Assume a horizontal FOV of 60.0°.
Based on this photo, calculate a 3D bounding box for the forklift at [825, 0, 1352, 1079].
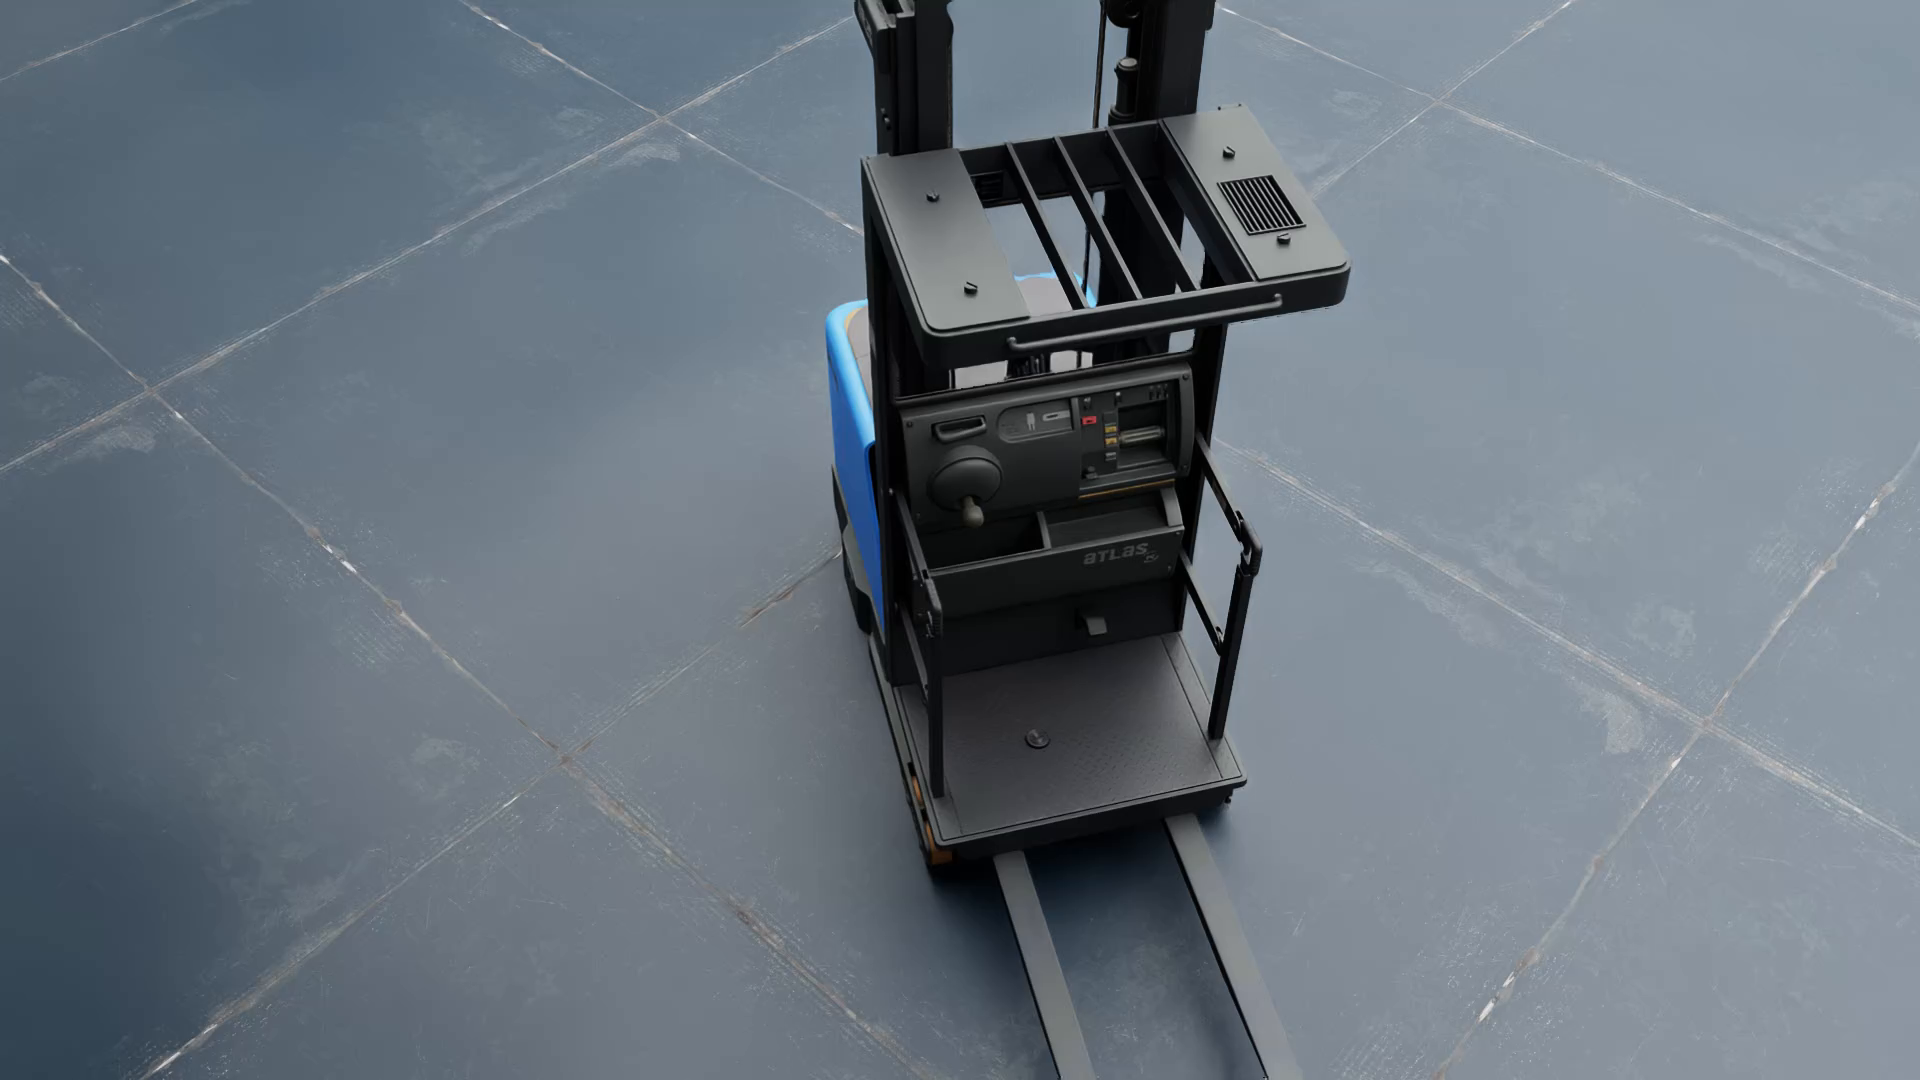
[{"bbox_3d":[0.336,-0.190,5.027,1.130,2.935,3.031,-10,48,-10],"label":"forklift"}]
